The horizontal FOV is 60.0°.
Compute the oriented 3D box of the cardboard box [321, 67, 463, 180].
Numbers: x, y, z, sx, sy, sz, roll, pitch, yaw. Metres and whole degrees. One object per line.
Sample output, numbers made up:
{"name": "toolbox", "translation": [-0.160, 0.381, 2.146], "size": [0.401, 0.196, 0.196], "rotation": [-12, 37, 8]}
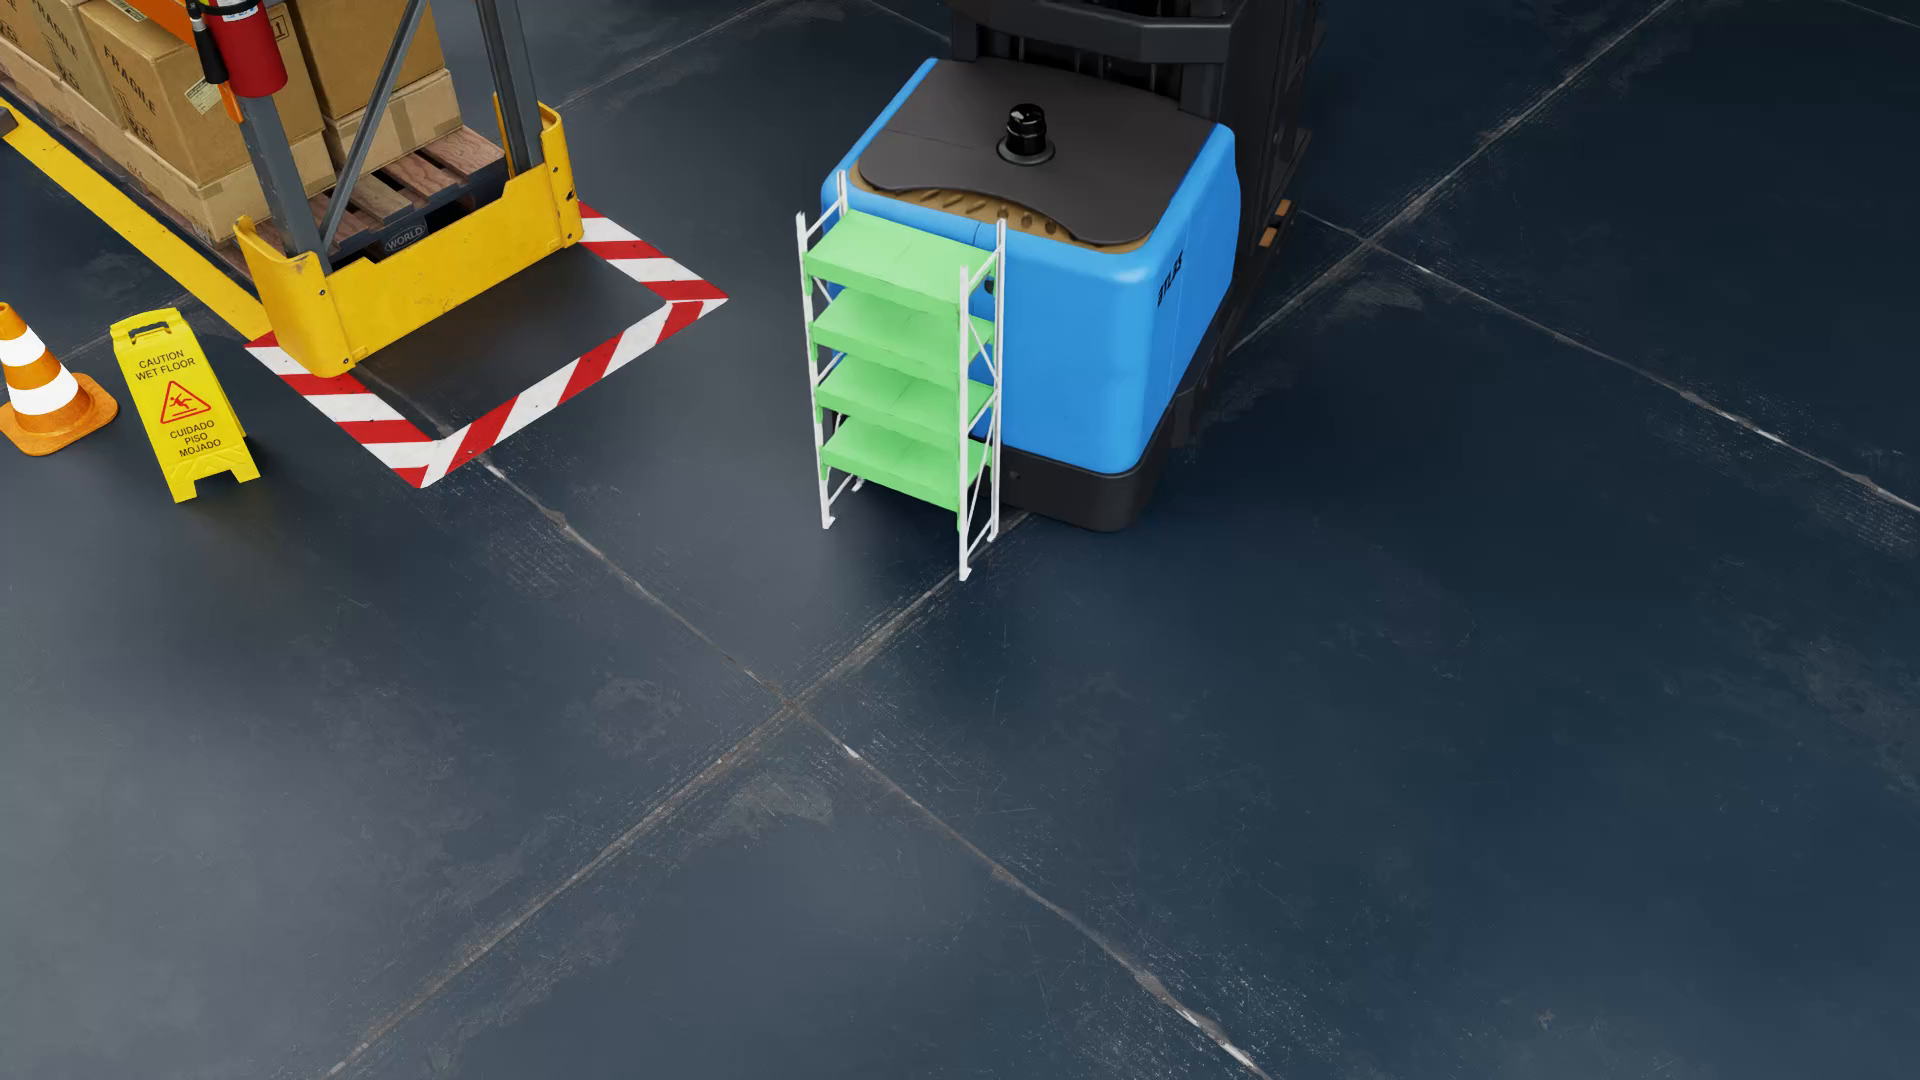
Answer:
{"name": "cardboard box", "translation": [-2.280, -1.680, 6.368], "size": [0.500, 0.250, 0.500], "rotation": [33, 55, 27]}

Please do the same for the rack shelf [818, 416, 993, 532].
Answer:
{"name": "rack shelf", "translation": [-0.158, -0.234, 5.064], "size": [0.480, 0.148, 0.258], "rotation": [20, 50, 18]}

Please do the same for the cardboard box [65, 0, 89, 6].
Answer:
{"name": "cardboard box", "translation": [-2.956, -2.014, 5.722], "size": [0.250, 0.149, 0.380], "rotation": [36, 56, 29]}

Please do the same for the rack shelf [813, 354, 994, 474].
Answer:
{"name": "rack shelf", "translation": [-0.158, -0.399, 4.889], "size": [0.480, 0.148, 0.258], "rotation": [20, 50, 18]}

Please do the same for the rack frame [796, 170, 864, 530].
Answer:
{"name": "rack frame", "translation": [-0.375, -0.523, 4.918], "size": [0.015, 1.200, 0.240], "rotation": [20, 50, 18]}

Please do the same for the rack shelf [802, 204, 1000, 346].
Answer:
{"name": "rack shelf", "translation": [-0.158, -0.727, 4.539], "size": [0.480, 0.148, 0.258], "rotation": [20, 50, 18]}

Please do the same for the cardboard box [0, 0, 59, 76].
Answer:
{"name": "cardboard box", "translation": [-3.393, -2.156, 6.300], "size": [0.500, 0.500, 0.500], "rotation": [33, 55, 27]}

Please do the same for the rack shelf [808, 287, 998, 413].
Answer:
{"name": "rack shelf", "translation": [-0.158, -0.563, 4.714], "size": [0.480, 0.148, 0.258], "rotation": [20, 50, 18]}

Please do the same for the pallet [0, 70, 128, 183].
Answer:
{"name": "pallet", "translation": [-3.396, -2.037, 7.018], "size": [1.213, 0.211, 1.003], "rotation": [34, 55, 28]}

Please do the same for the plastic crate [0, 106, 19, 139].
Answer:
{"name": "plastic crate", "translation": [-4.217, -1.693, 6.785], "size": [0.583, 0.080, 0.402], "rotation": [17, 49, 15]}

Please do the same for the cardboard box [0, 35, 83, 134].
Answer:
{"name": "cardboard box", "translation": [-3.415, -1.905, 6.579], "size": [0.500, 0.250, 0.500], "rotation": [32, 55, 26]}

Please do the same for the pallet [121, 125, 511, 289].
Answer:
{"name": "pallet", "translation": [-2.504, -1.434, 6.452], "size": [1.213, 0.211, 1.003], "rotation": [34, 55, 28]}

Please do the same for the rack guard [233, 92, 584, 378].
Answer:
{"name": "rack guard", "translation": [-1.931, -1.112, 5.951], "size": [0.348, 0.500, 1.175], "rotation": [34, 55, 28]}

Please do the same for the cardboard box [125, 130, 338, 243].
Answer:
{"name": "cardboard box", "translation": [-2.669, -1.400, 6.105], "size": [0.500, 0.250, 0.500], "rotation": [34, 55, 28]}

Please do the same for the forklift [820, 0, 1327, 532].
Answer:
{"name": "forklift", "translation": [0.632, -2.119, 5.229], "size": [1.130, 2.935, 3.031], "rotation": [17, 49, 16]}

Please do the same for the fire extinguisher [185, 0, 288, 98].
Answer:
{"name": "fire extinguisher", "translation": [-2.104, -1.600, 4.748], "size": [0.183, 0.674, 0.296], "rotation": [34, 55, 28]}

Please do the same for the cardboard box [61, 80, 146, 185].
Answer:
{"name": "cardboard box", "translation": [-3.027, -1.649, 6.339], "size": [0.500, 0.250, 0.500], "rotation": [34, 55, 28]}

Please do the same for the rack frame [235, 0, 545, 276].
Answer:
{"name": "rack frame", "translation": [-1.875, -1.930, 5.005], "size": [0.127, 3.000, 1.000], "rotation": [34, 55, 28]}

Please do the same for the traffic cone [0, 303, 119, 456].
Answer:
{"name": "traffic cone", "translation": [-3.066, -0.584, 5.480], "size": [0.334, 0.463, 0.336], "rotation": [34, 55, 28]}

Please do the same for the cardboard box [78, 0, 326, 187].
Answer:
{"name": "cardboard box", "translation": [-2.641, -1.646, 5.822], "size": [0.500, 0.500, 0.500], "rotation": [34, 56, 28]}

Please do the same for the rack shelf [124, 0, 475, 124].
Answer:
{"name": "rack shelf", "translation": [-3.345, -2.673, 6.196], "size": [4.000, 0.370, 1.077], "rotation": [34, 55, 28]}

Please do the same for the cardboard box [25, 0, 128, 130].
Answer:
{"name": "cardboard box", "translation": [-3.027, -1.902, 6.062], "size": [0.500, 0.500, 0.500], "rotation": [36, 56, 29]}

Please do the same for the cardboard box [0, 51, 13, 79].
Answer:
{"name": "cardboard box", "translation": [-3.773, -2.156, 6.814], "size": [0.500, 0.250, 0.500], "rotation": [33, 55, 27]}

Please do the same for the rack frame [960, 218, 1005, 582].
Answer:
{"name": "rack frame", "translation": [0.060, -0.362, 4.766], "size": [0.015, 1.200, 0.240], "rotation": [20, 50, 18]}

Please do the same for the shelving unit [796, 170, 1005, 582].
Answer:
{"name": "shelving unit", "translation": [-0.158, -0.442, 4.842], "size": [0.503, 1.200, 0.258], "rotation": [20, 50, 18]}

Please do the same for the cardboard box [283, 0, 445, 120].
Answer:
{"name": "cardboard box", "translation": [-2.298, -1.948, 6.105], "size": [0.500, 0.500, 0.500], "rotation": [32, 55, 27]}

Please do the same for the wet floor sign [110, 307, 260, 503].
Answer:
{"name": "wet floor sign", "translation": [-2.461, -0.457, 5.237], "size": [0.267, 0.644, 0.232], "rotation": [-21, 50, -18]}
